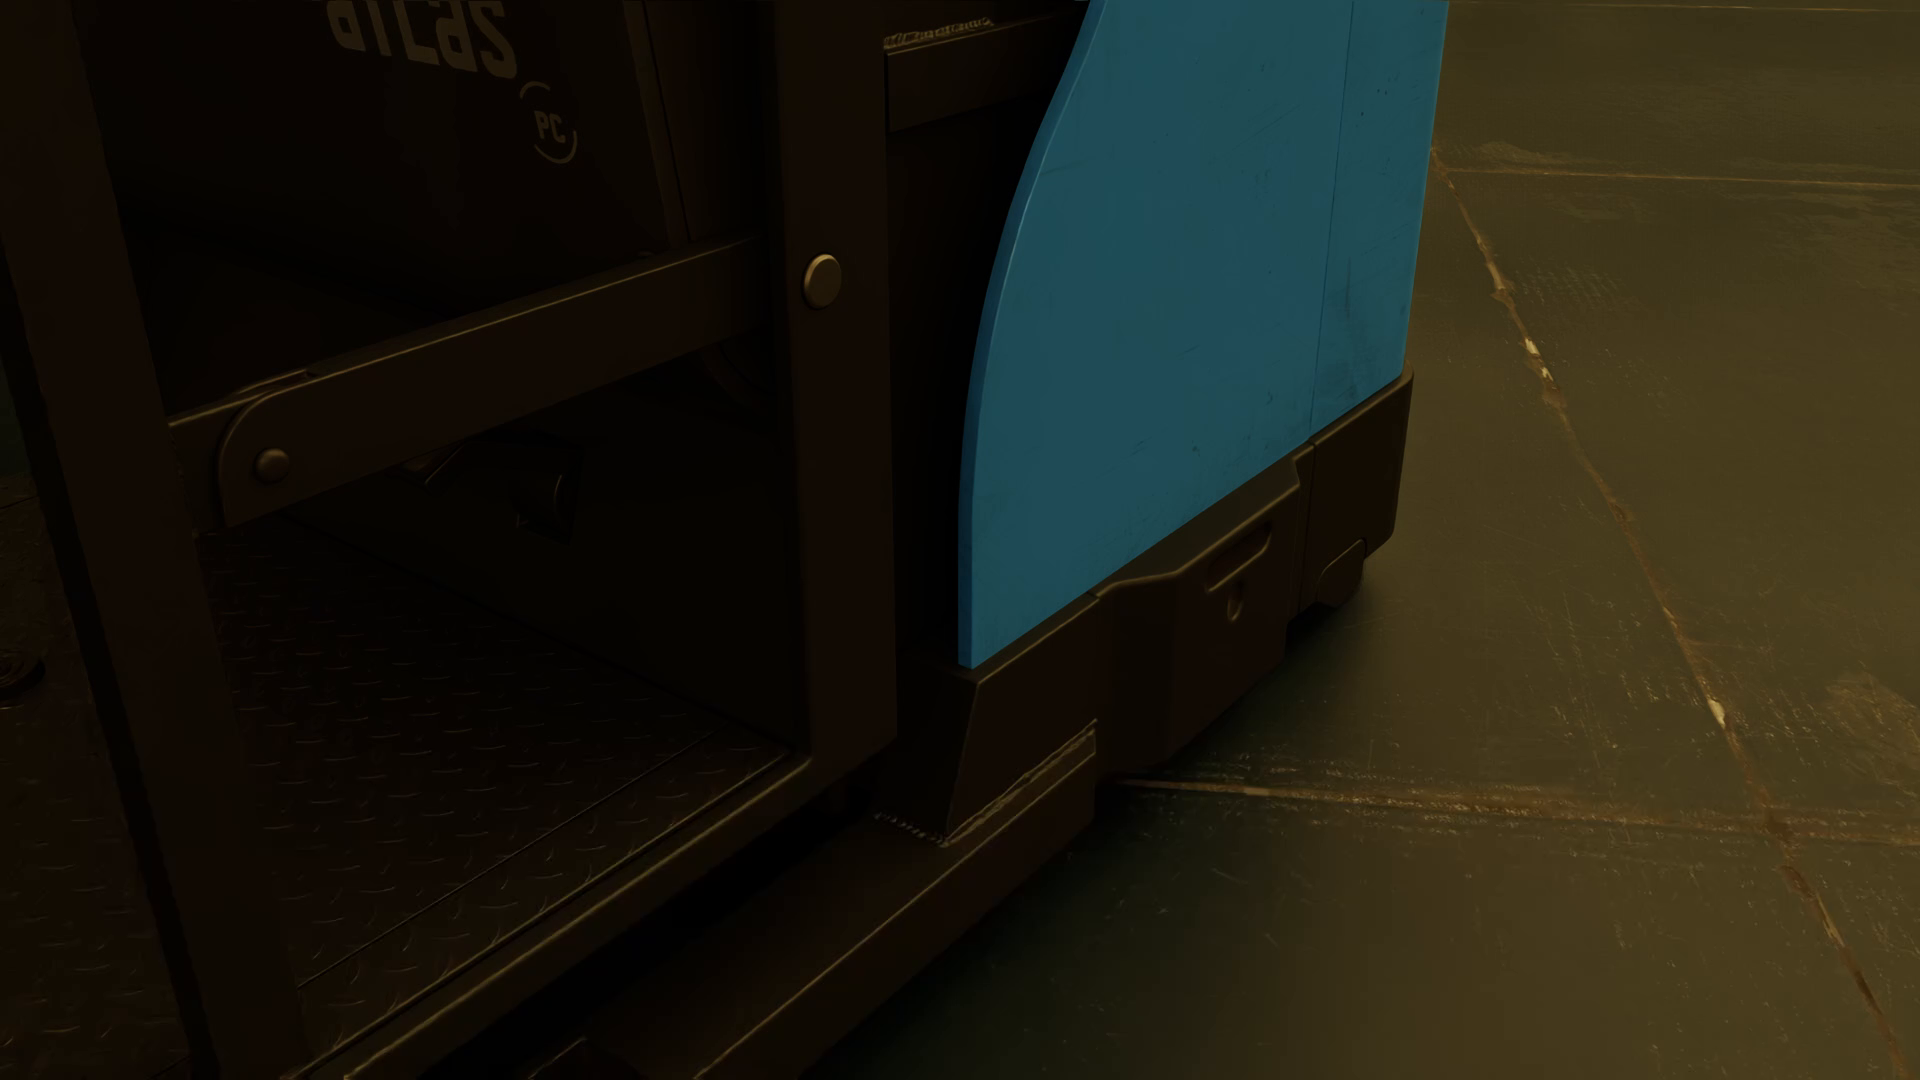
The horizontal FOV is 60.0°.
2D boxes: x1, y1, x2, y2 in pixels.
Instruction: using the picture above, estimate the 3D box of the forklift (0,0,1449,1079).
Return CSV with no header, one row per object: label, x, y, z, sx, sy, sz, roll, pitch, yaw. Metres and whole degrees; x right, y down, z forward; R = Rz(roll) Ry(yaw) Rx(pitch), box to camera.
forklift,-0.671,-0.888,0.996,1.130,2.935,3.031,19,32,33
